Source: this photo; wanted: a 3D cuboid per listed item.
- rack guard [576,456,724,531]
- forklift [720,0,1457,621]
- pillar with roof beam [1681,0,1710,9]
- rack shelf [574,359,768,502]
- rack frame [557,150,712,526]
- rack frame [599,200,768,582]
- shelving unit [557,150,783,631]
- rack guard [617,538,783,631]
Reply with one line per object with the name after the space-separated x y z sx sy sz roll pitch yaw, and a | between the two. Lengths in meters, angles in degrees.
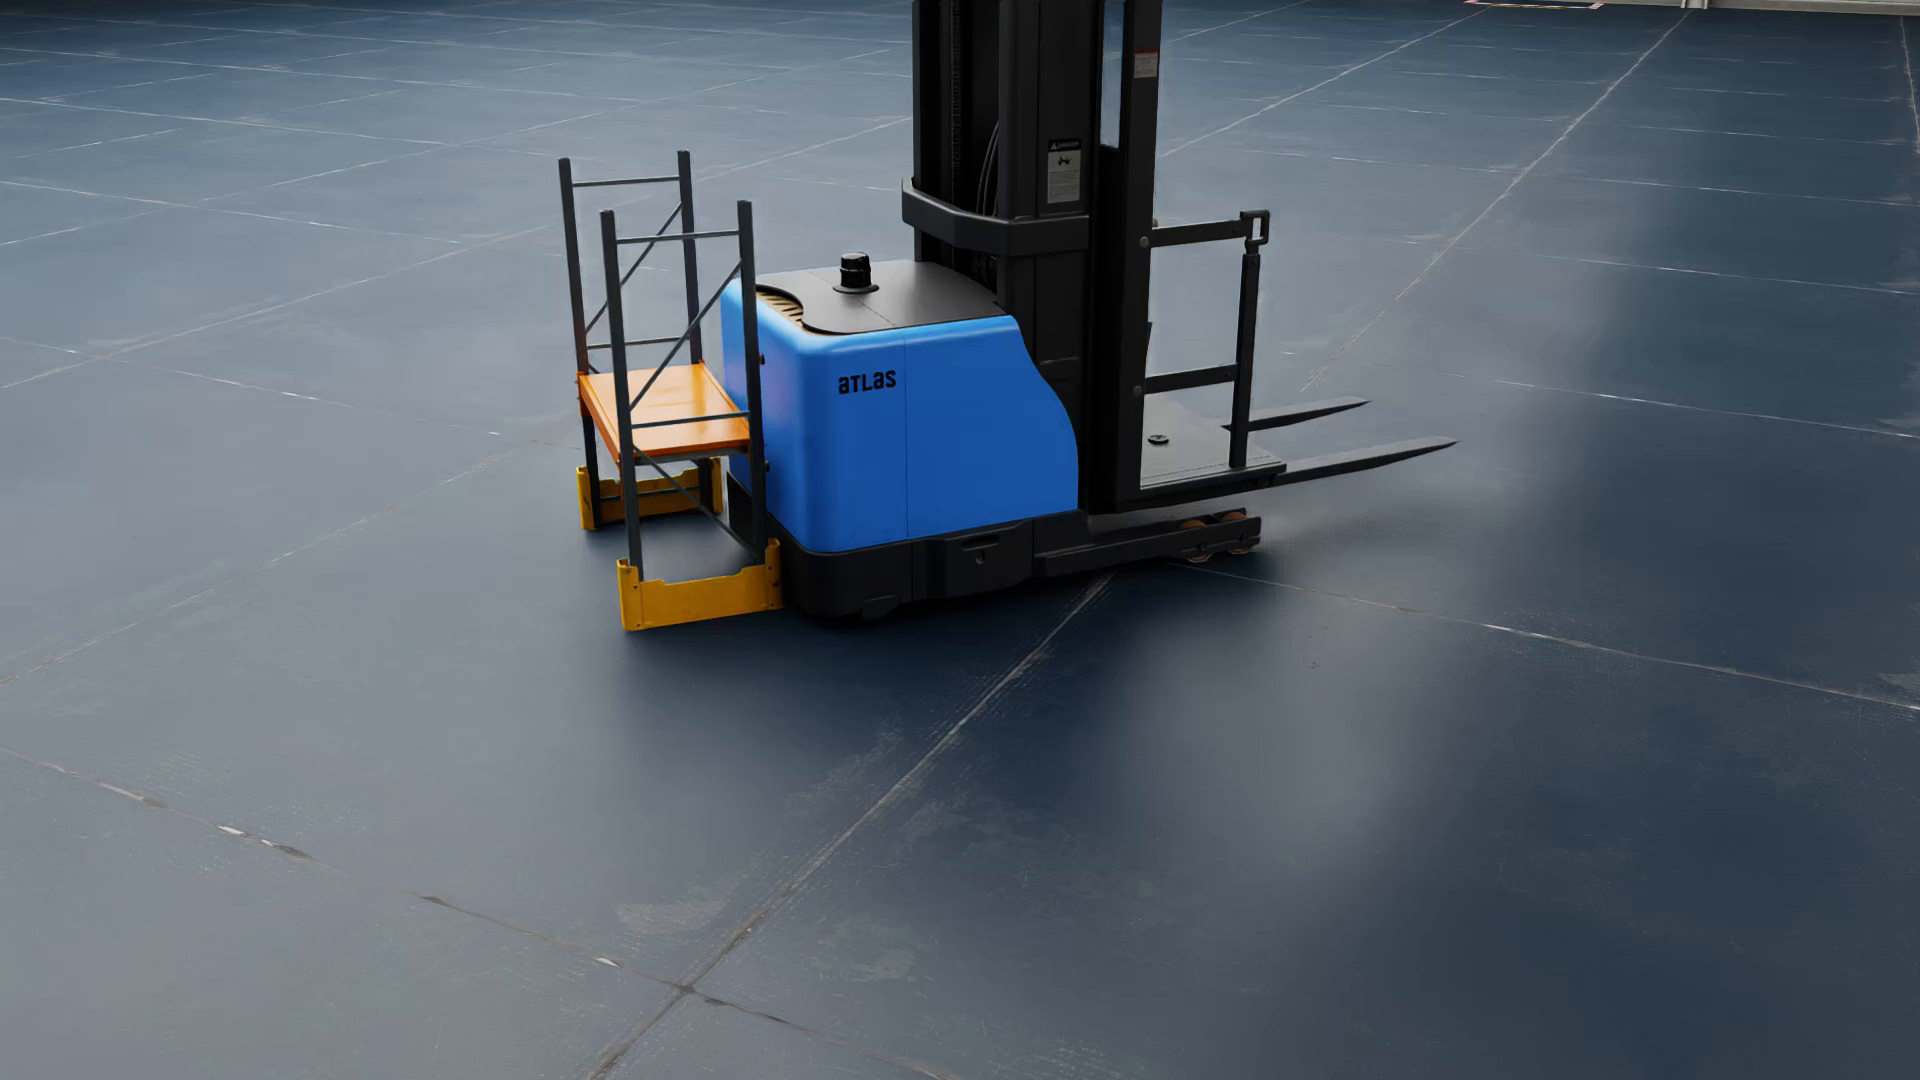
-1.281 -0.206 6.895 0.587 0.250 0.087 -8 24 -18 | rack guard
0.631 -1.433 6.357 3.031 2.935 1.130 -10 25 -23 | forklift
10.102 -11.368 21.964 0.400 9.000 9.100 11 25 25 | pillar with roof beam
-1.112 -0.435 6.298 0.538 0.185 1.000 -8 24 -18 | rack shelf
6.373 0.548 3.143 12.292 1.800 12.377 -8 24 -18 | rack frame
-0.937 -0.414 5.789 0.500 1.500 0.032 -8 24 -18 | rack frame
6.351 0.550 3.139 12.335 1.800 12.386 -8 24 -18 | shelving unit
-0.938 0.160 6.035 0.587 0.250 0.087 -8 24 -18 | rack guard
